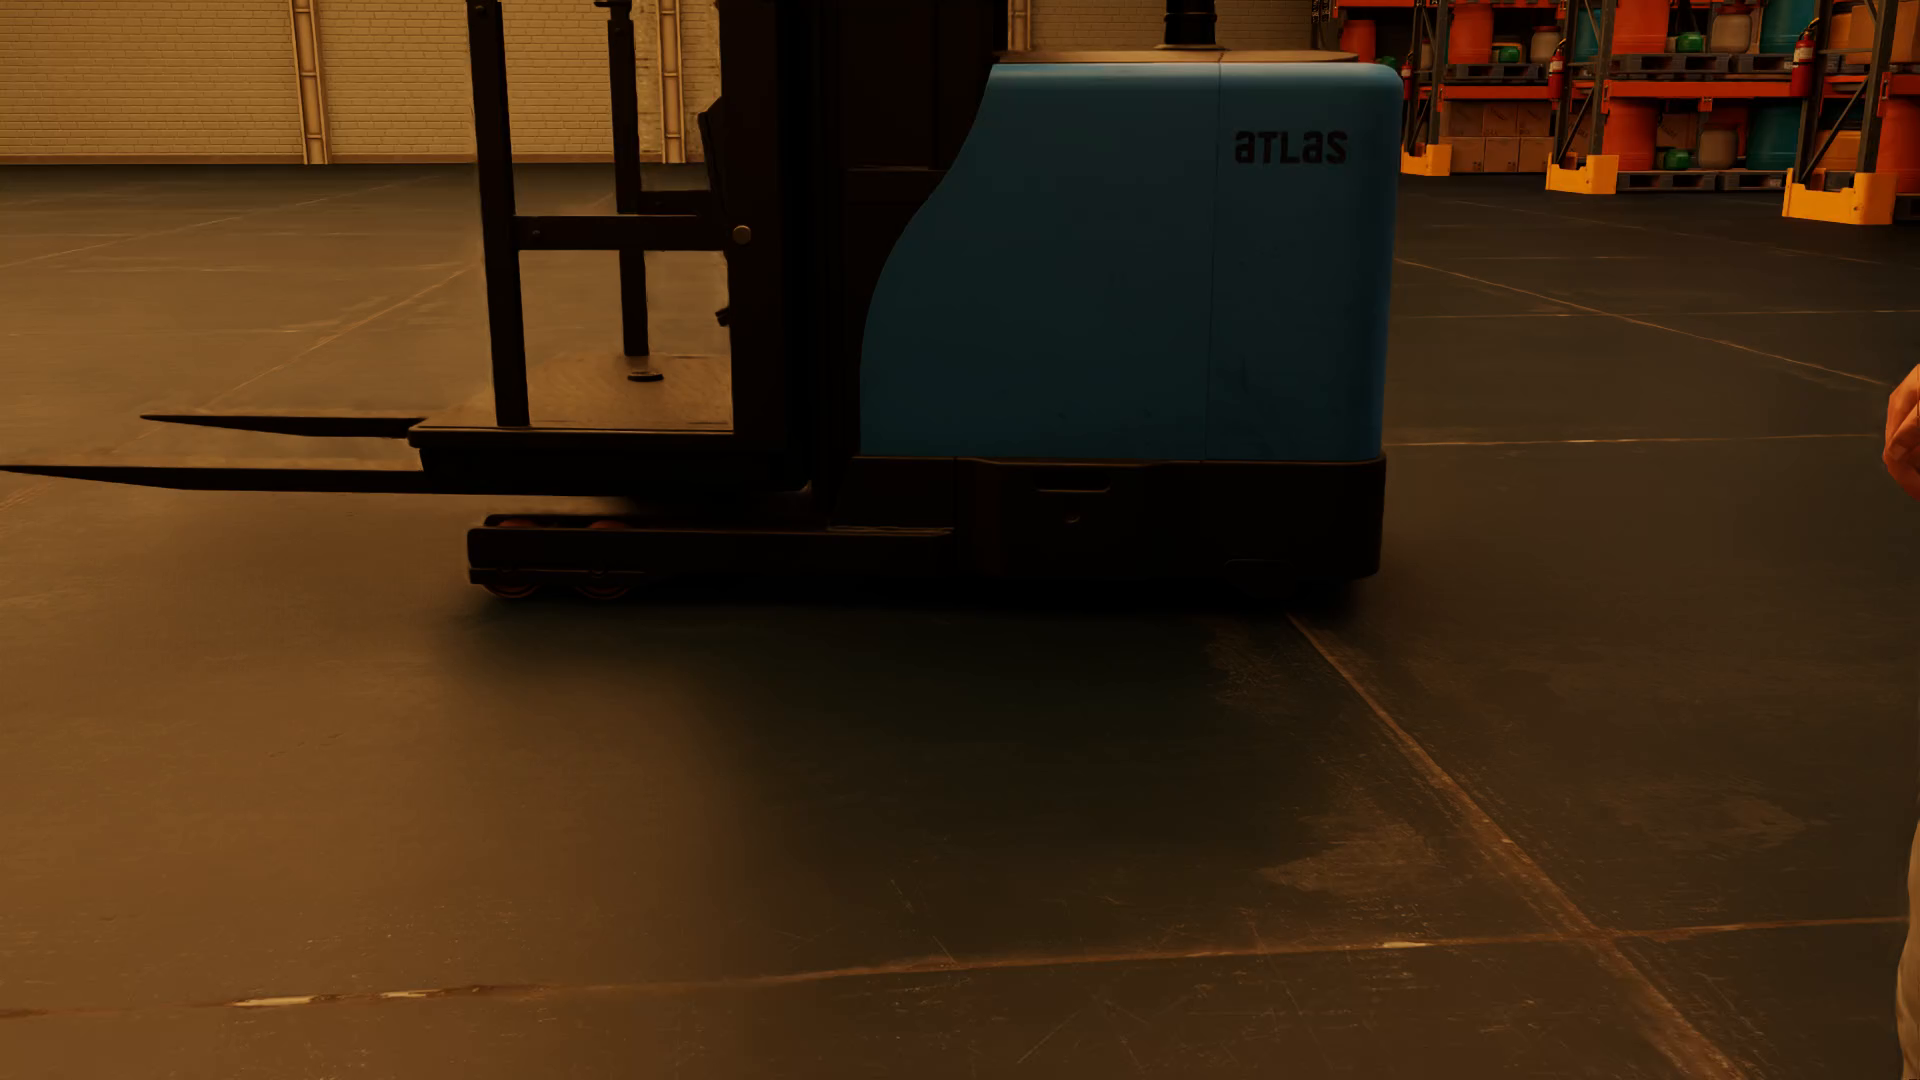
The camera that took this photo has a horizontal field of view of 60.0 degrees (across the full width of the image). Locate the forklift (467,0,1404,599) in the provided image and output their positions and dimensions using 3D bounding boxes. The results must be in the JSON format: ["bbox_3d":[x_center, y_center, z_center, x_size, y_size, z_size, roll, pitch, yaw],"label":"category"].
[{"bbox_3d":[-0.618,-1.424,3.589,3.031,2.935,1.130,1,15,4],"label":"forklift"}]
